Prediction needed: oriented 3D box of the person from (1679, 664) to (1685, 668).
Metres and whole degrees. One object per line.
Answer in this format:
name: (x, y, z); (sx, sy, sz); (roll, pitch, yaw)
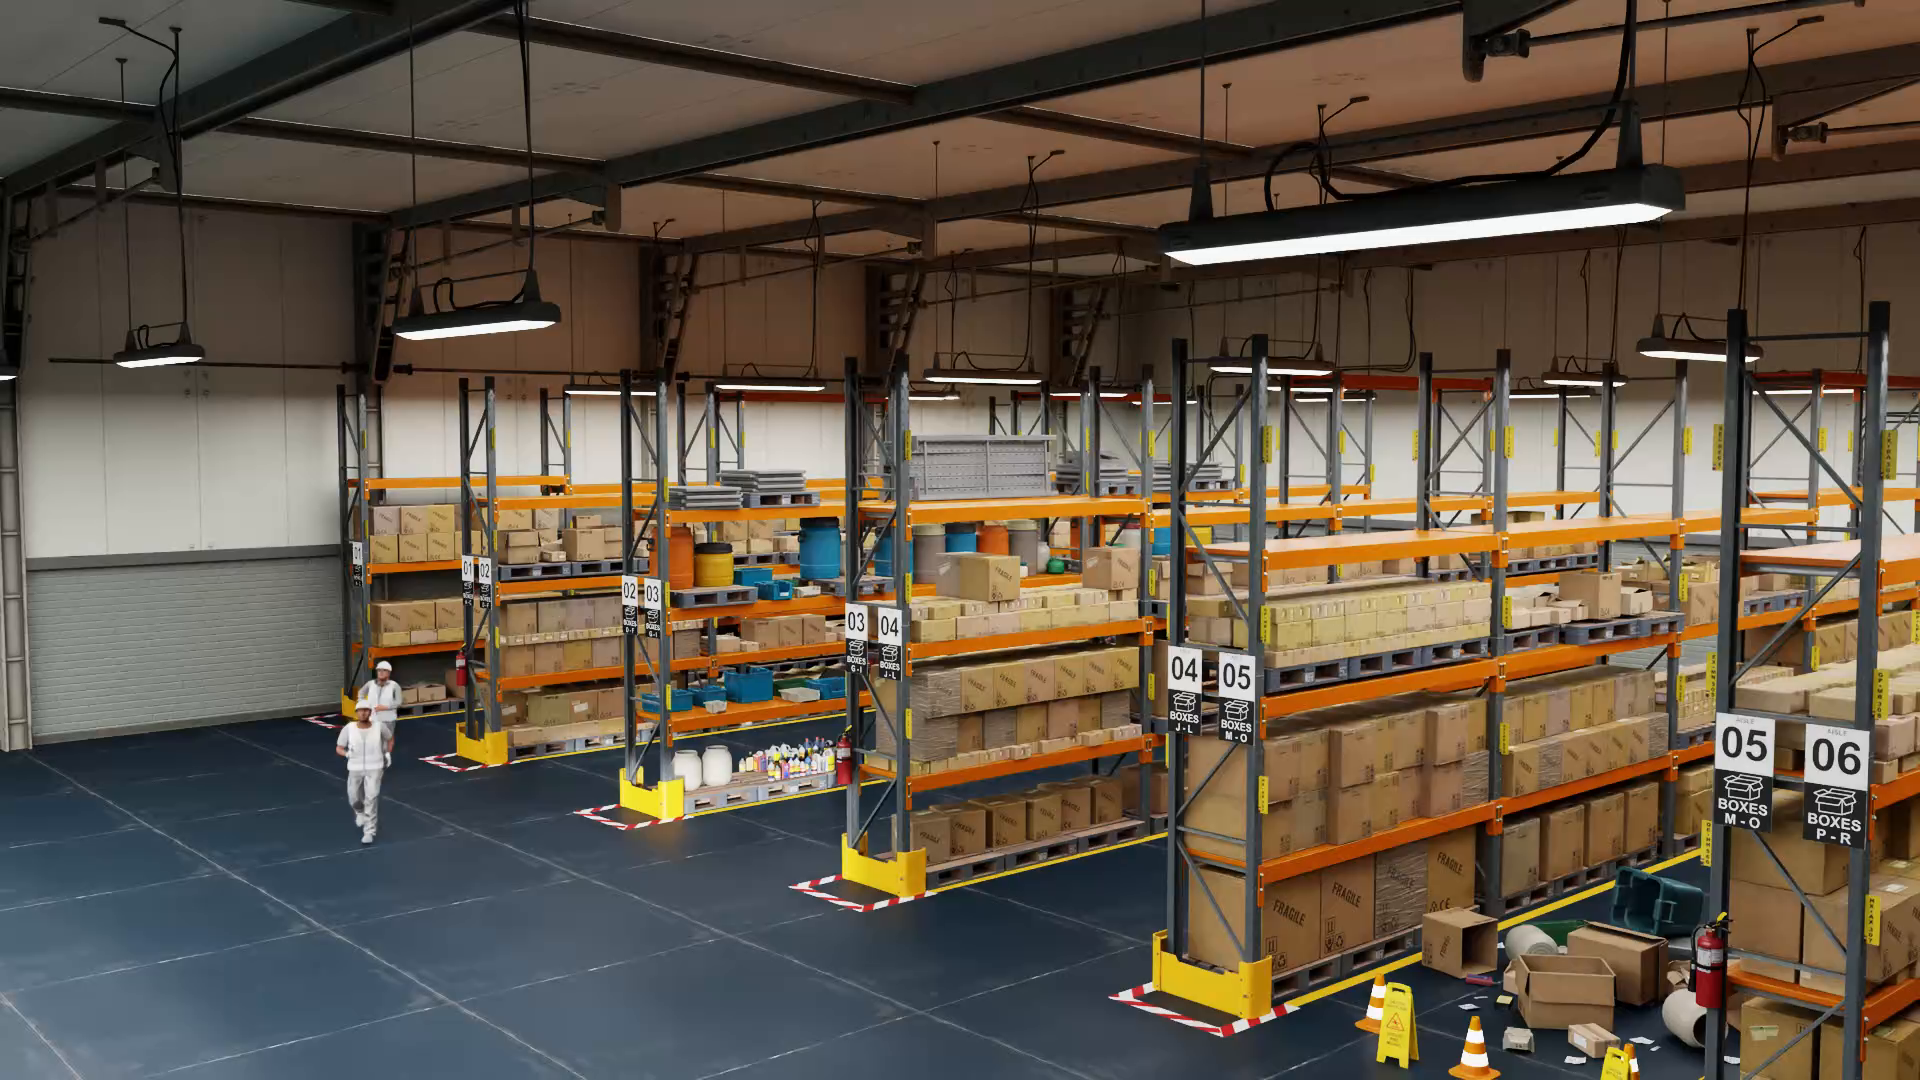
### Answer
person: (10.857, 2.692, 25.154); (0.592, 1.633, 0.586); (-3, 5, -36)

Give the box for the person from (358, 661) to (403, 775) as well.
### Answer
person: (-8.633, 2.663, 24.755); (0.653, 1.720, 0.658); (-1, 4, -14)

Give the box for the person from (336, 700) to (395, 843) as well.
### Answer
person: (-7.528, 2.902, 21.057); (0.697, 1.759, 0.898); (-1, 4, -15)

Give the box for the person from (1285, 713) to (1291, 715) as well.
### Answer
person: (4.171, 2.940, 20.488); (0.969, 1.830, 0.730); (-4, 5, -44)
